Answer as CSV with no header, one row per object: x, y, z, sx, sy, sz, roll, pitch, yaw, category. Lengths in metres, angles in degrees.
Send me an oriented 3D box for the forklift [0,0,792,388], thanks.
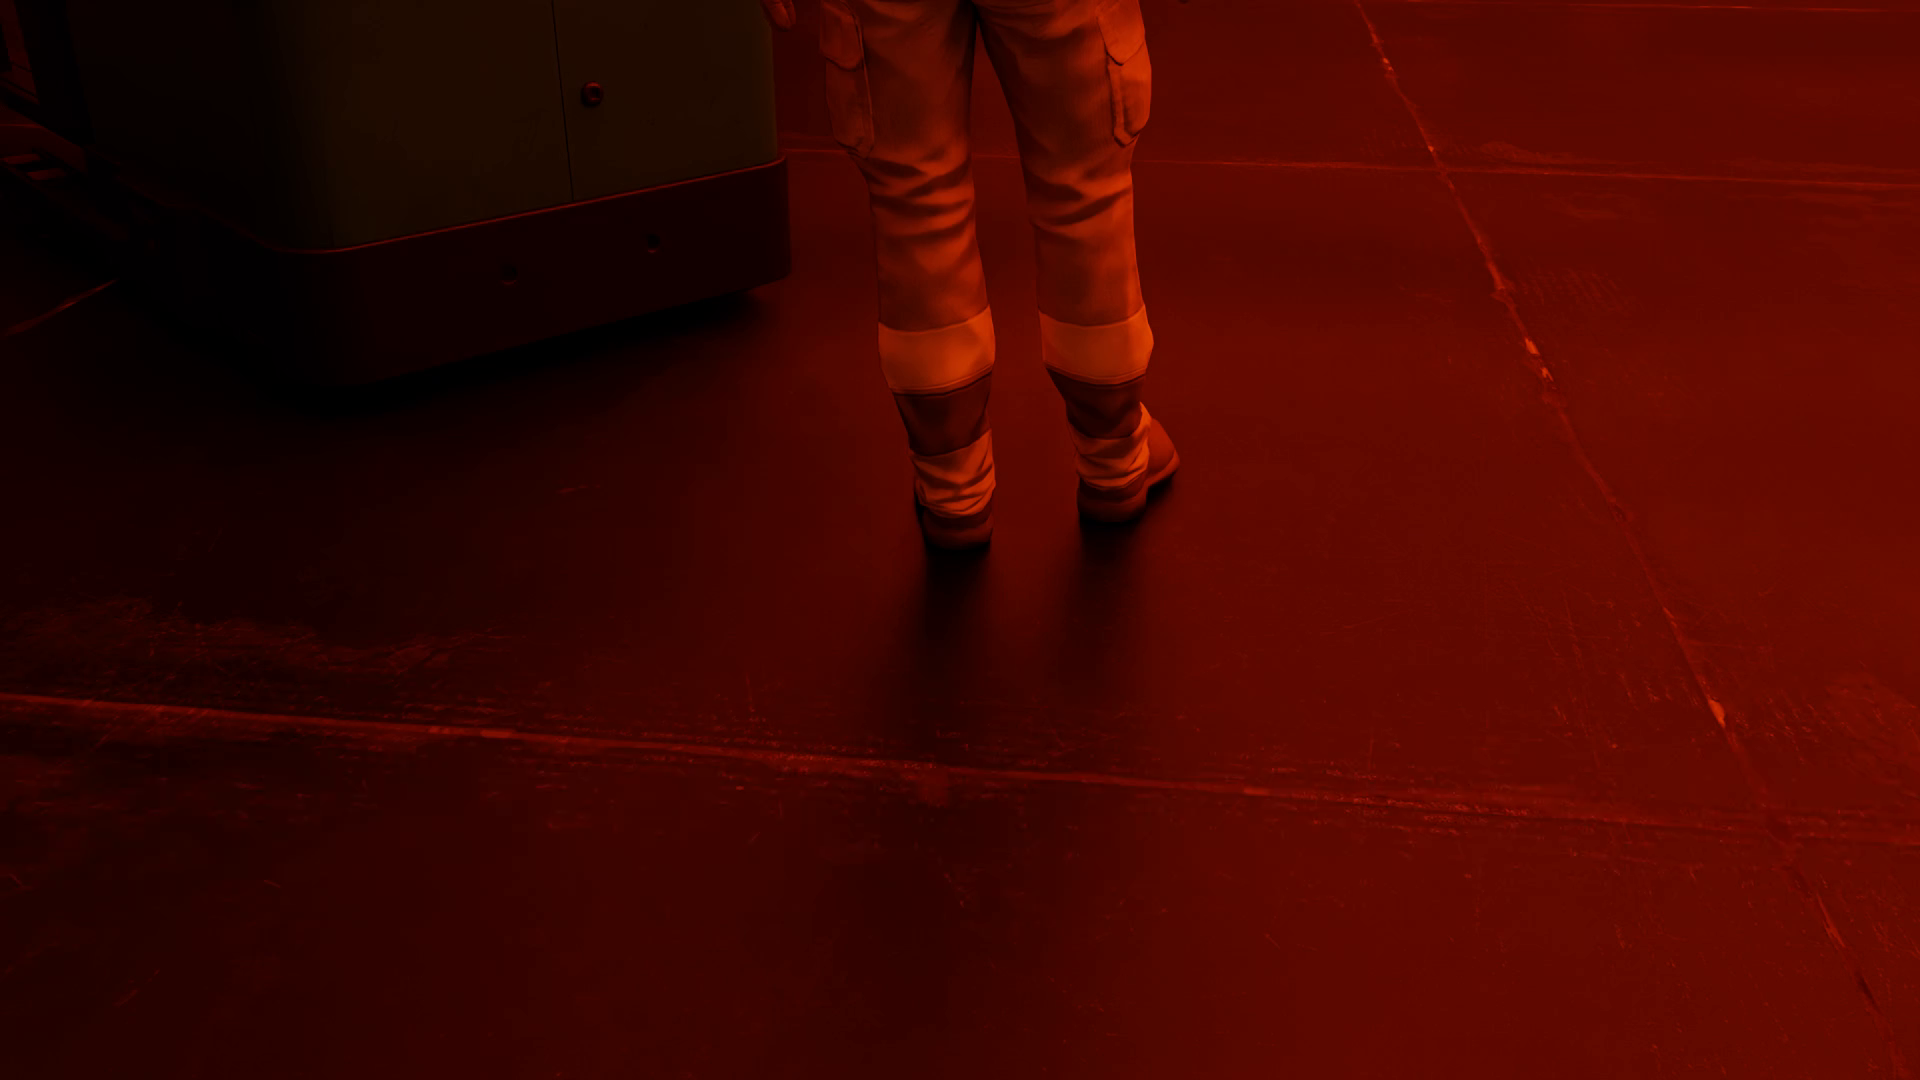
-1.705,-2.151,3.528,1.130,2.935,3.031,-22,34,-37,forklift

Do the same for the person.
0.022,-0.842,2.167,0.638,1.787,0.564,3,27,7,person
